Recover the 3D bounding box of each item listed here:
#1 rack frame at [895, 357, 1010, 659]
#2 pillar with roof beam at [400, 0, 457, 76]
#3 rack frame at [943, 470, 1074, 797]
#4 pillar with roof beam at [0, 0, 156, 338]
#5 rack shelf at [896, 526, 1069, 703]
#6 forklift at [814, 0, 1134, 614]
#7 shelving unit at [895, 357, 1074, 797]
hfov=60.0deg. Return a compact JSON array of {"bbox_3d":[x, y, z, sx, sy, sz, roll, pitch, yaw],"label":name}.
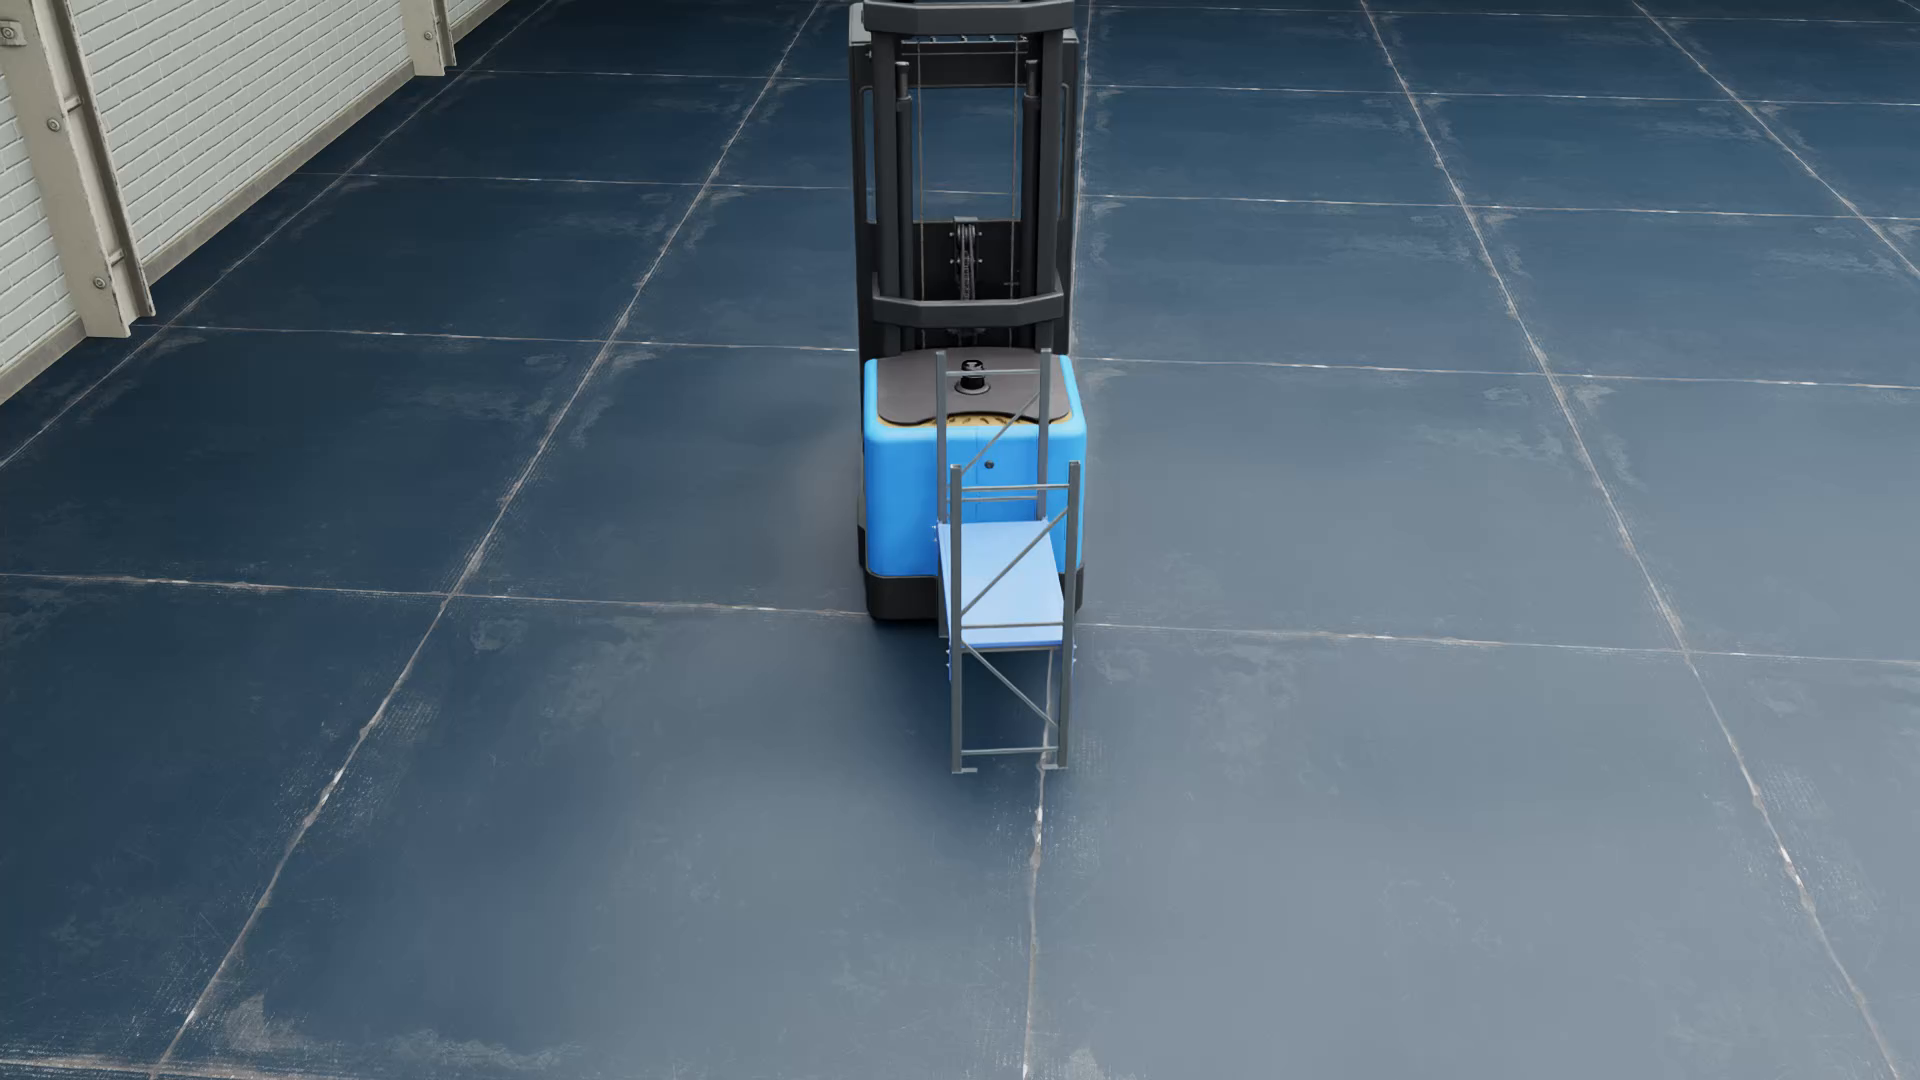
[{"bbox_3d":[-0.031,-0.114,7.505,0.500,1.500,0.032,-6,32,-10],"label":"rack frame"},{"bbox_3d":[-0.821,-8.221,13.513,9.100,9.000,0.400,2,32,4],"label":"pillar with roof beam"},{"bbox_3d":[0.184,0.407,6.659,0.500,1.500,0.032,-6,32,-10],"label":"rack frame"},{"bbox_3d":[-1.309,-5.084,8.422,9.100,9.000,0.400,2,32,4],"label":"pillar with roof beam"},{"bbox_3d":[0.077,0.300,7.177,0.538,0.185,1.000,-6,32,-10],"label":"rack shelf"},{"bbox_3d":[0.218,-1.595,8.544,1.130,2.935,3.031,9,33,14],"label":"forklift"},{"bbox_3d":[0.077,0.147,7.082,0.538,1.500,1.048,-6,32,-10],"label":"shelving unit"}]
